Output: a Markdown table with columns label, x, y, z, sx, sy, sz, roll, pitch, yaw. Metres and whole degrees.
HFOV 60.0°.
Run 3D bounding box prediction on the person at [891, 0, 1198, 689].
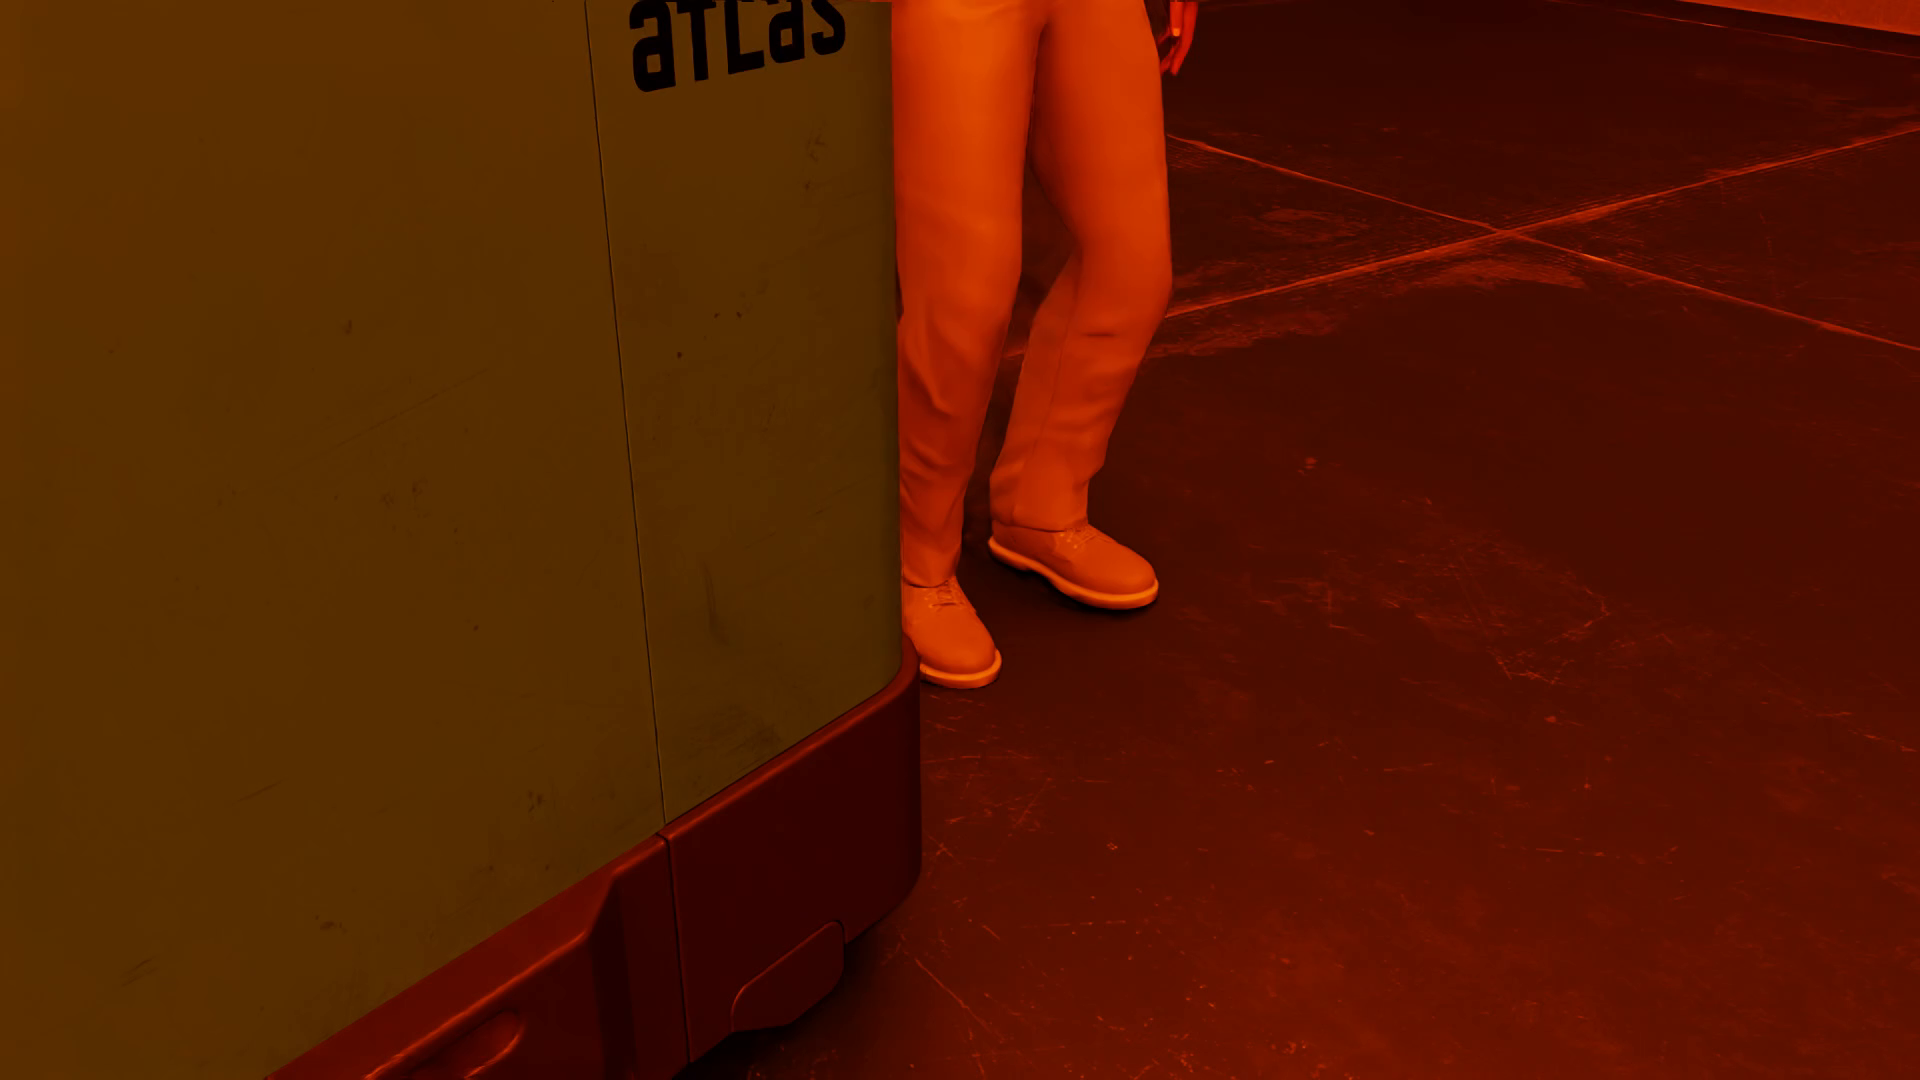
| label | x | y | z | sx | sy | sz | roll | pitch | yaw |
| --- | --- | --- | --- | --- | --- | --- | --- | --- | --- |
| person | 0.075 | -0.692 | 2.036 | 0.630 | 1.661 | 0.438 | -20 | 33 | -34 |

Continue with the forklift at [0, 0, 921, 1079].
| label | x | y | z | sx | sy | sz | roll | pitch | yaw |
| --- | --- | --- | --- | --- | --- | --- | --- | --- | --- |
| forklift | -1.353 | -0.542 | 0.312 | 1.130 | 2.935 | 3.031 | 20 | 33 | 34 |
